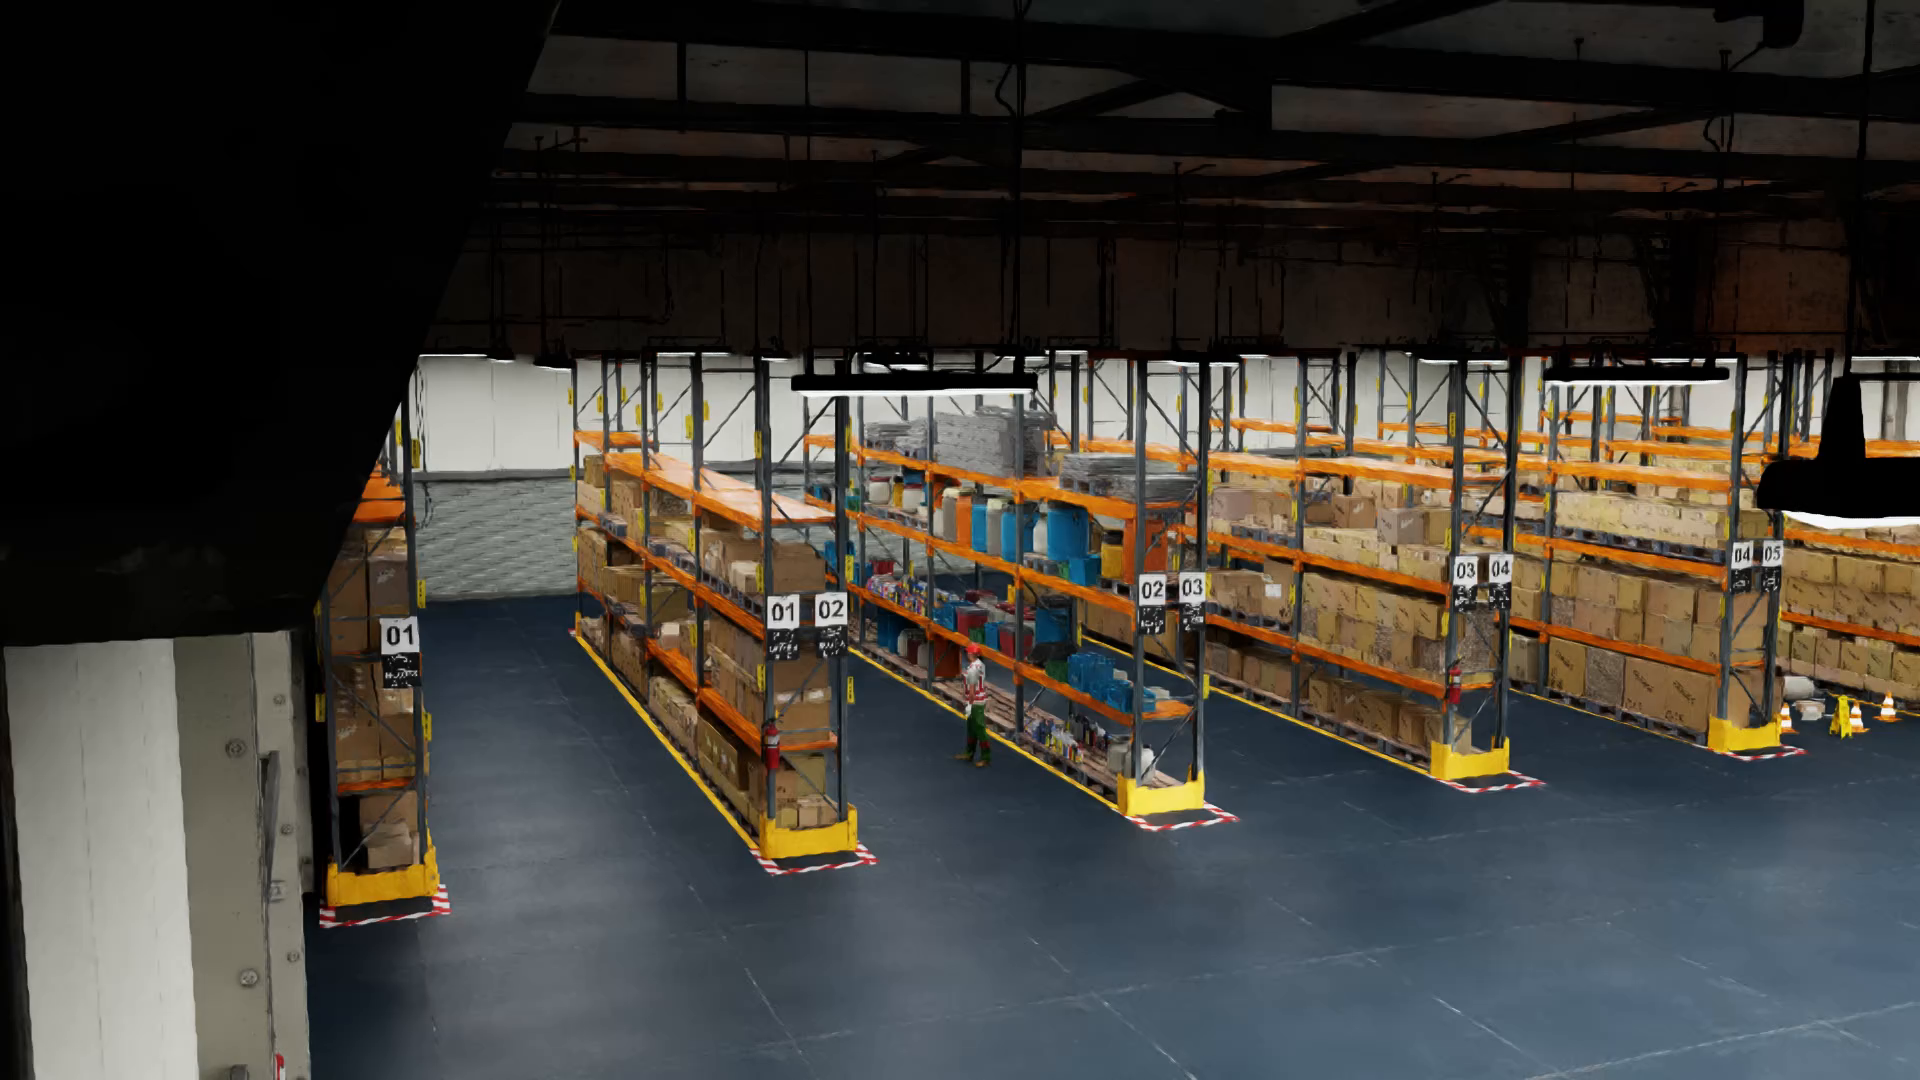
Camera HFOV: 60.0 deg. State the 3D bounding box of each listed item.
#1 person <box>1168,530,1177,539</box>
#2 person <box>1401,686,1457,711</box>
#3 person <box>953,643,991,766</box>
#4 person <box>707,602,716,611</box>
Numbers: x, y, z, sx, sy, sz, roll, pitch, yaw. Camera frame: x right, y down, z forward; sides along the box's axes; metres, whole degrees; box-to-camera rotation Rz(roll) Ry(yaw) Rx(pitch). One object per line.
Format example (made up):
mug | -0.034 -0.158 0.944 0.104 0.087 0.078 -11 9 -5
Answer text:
person | 5.407 0.109 43.299 0.615 1.716 0.973 0 7 1
person | 7.832 2.029 27.849 0.701 1.689 0.857 -5 9 -37
person | 0.175 2.392 24.505 0.581 1.785 0.664 1 7 4
person | -4.806 1.301 33.792 0.556 1.669 1.019 -3 8 -22
